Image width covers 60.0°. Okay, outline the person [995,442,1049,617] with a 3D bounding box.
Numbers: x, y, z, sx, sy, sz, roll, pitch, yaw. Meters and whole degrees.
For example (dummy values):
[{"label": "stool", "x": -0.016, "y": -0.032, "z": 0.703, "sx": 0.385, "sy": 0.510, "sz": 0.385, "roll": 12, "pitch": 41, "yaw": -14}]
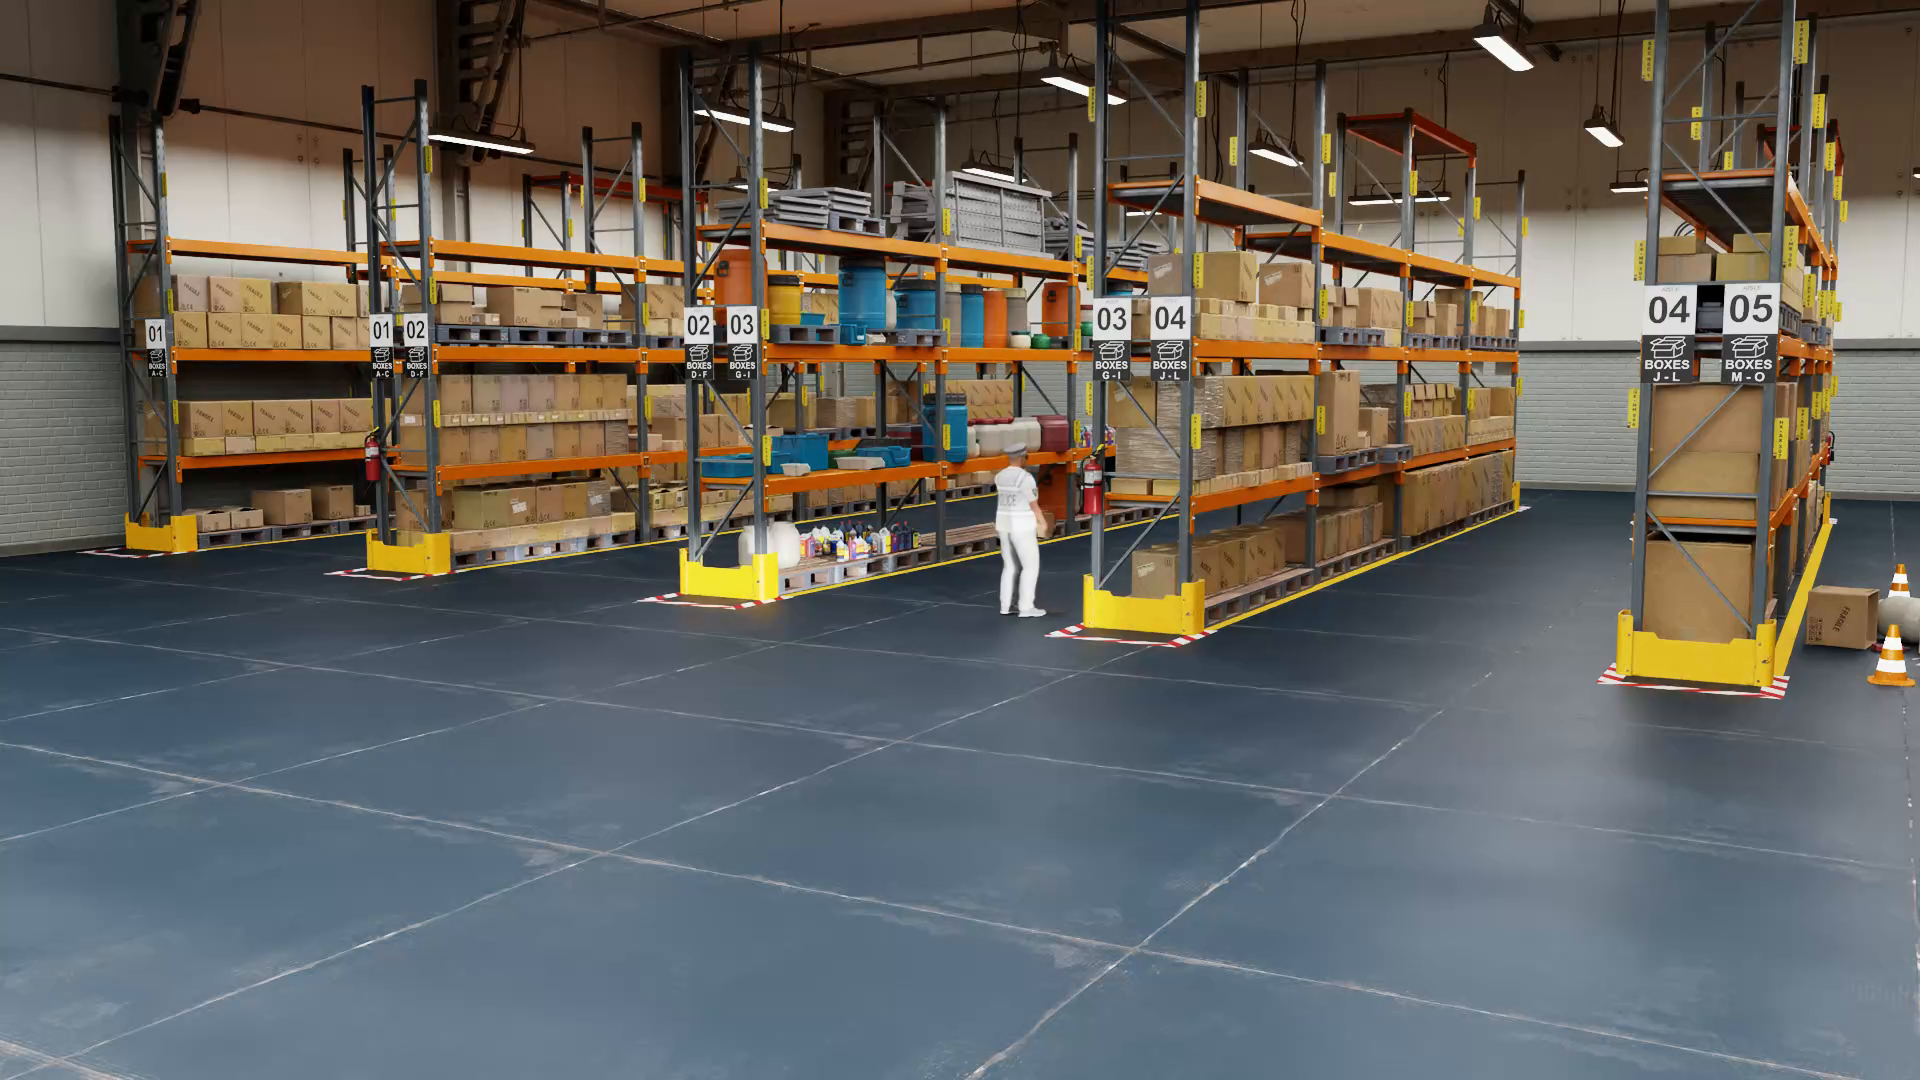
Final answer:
[{"label": "person", "x": 0.637, "y": -0.114, "z": 17.078, "sx": 0.525, "sy": 1.773, "sz": 0.527, "roll": -5, "pitch": 8, "yaw": -41}]
